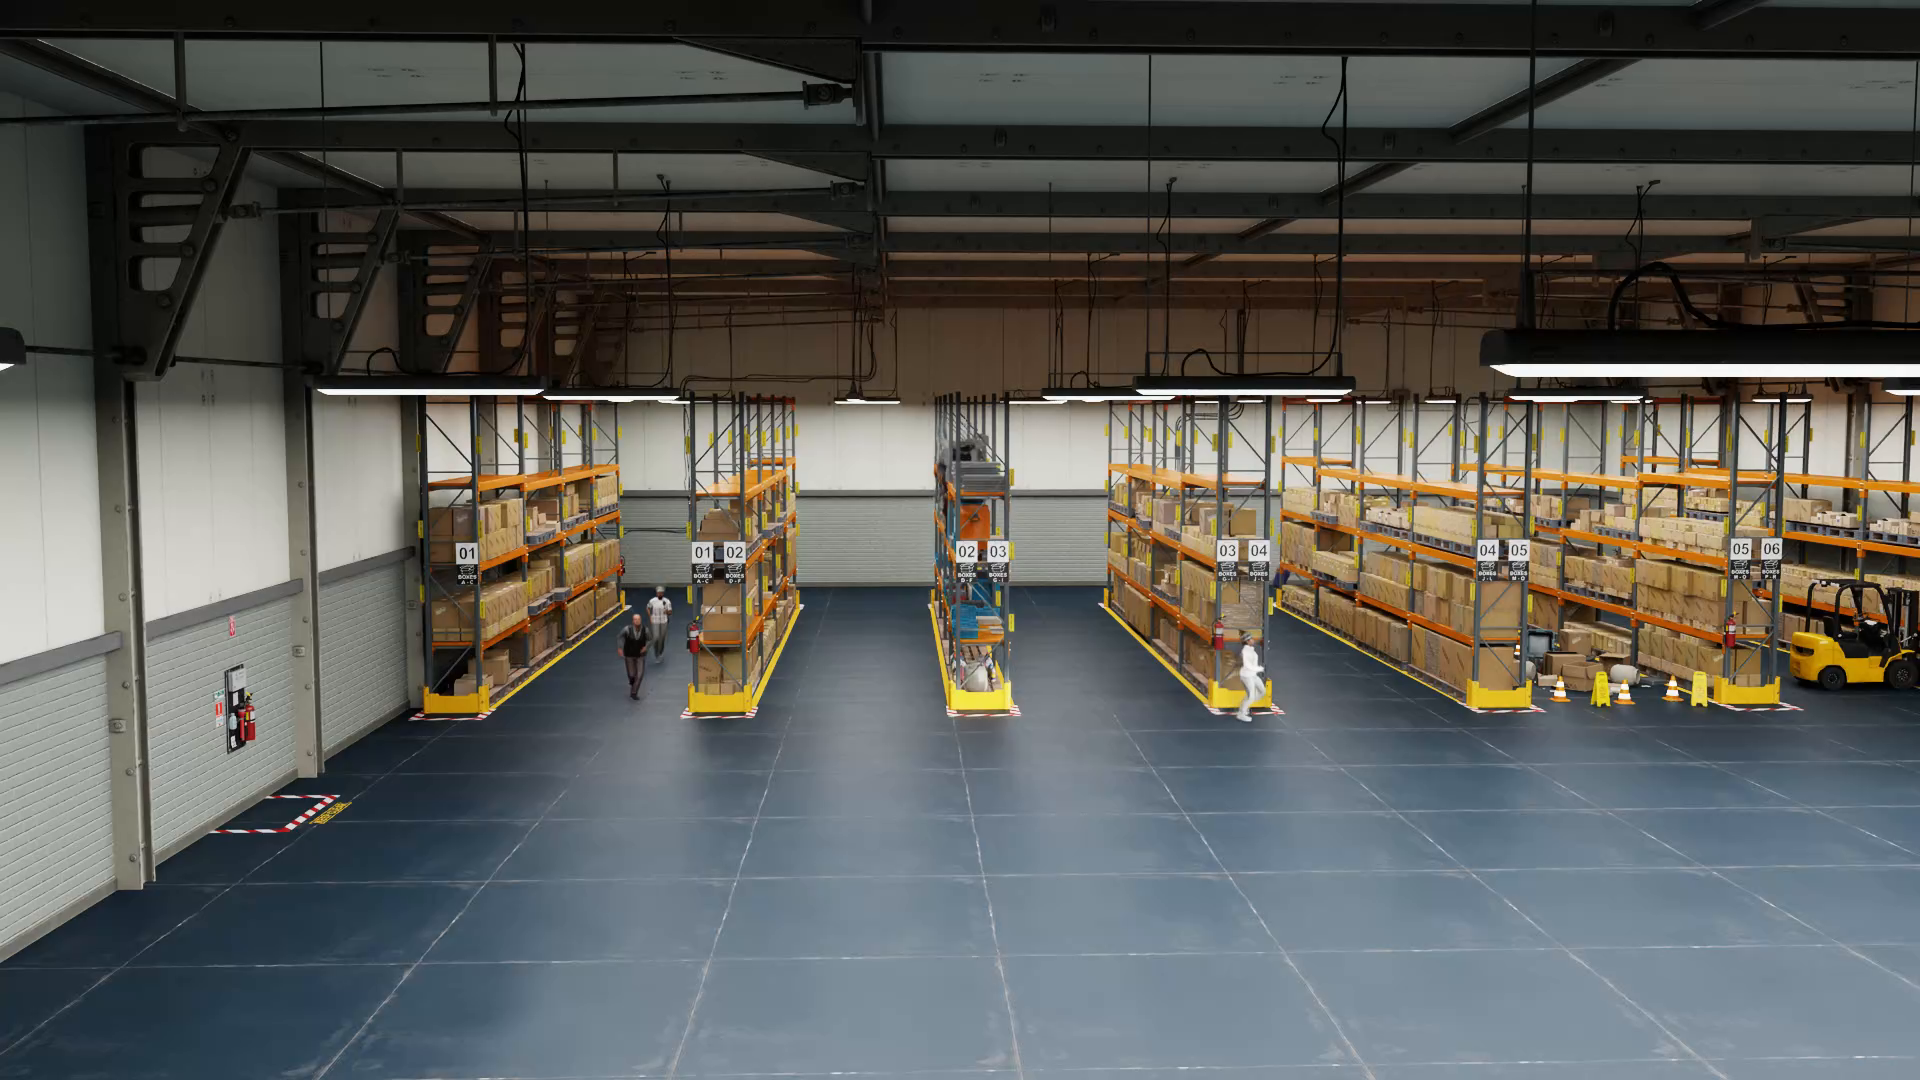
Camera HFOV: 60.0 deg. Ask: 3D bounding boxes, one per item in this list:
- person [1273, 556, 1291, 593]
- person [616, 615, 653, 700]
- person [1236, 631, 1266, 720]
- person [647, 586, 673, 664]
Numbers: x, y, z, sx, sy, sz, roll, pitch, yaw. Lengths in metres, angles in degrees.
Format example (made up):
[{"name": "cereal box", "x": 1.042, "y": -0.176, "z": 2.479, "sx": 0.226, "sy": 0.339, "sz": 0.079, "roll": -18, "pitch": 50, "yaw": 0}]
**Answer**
[{"name": "person", "x": 9.591, "y": 0.987, "z": 49.322, "sx": 0.539, "sy": 1.604, "sz": 0.608, "roll": -2, "pitch": 5, "yaw": -27}, {"name": "person", "x": -6.377, "y": 2.294, "z": 32.632, "sx": 0.693, "sy": 1.678, "sz": 0.681, "roll": -1, "pitch": 5, "yaw": -17}, {"name": "person", "x": 5.292, "y": 2.474, "z": 30.289, "sx": 0.533, "sy": 1.655, "sz": 0.633, "roll": 2, "pitch": 5, "yaw": 25}, {"name": "person", "x": -6.727, "y": 1.903, "z": 37.296, "sx": 0.558, "sy": 1.755, "sz": 0.774, "roll": -1, "pitch": 5, "yaw": -15}]
